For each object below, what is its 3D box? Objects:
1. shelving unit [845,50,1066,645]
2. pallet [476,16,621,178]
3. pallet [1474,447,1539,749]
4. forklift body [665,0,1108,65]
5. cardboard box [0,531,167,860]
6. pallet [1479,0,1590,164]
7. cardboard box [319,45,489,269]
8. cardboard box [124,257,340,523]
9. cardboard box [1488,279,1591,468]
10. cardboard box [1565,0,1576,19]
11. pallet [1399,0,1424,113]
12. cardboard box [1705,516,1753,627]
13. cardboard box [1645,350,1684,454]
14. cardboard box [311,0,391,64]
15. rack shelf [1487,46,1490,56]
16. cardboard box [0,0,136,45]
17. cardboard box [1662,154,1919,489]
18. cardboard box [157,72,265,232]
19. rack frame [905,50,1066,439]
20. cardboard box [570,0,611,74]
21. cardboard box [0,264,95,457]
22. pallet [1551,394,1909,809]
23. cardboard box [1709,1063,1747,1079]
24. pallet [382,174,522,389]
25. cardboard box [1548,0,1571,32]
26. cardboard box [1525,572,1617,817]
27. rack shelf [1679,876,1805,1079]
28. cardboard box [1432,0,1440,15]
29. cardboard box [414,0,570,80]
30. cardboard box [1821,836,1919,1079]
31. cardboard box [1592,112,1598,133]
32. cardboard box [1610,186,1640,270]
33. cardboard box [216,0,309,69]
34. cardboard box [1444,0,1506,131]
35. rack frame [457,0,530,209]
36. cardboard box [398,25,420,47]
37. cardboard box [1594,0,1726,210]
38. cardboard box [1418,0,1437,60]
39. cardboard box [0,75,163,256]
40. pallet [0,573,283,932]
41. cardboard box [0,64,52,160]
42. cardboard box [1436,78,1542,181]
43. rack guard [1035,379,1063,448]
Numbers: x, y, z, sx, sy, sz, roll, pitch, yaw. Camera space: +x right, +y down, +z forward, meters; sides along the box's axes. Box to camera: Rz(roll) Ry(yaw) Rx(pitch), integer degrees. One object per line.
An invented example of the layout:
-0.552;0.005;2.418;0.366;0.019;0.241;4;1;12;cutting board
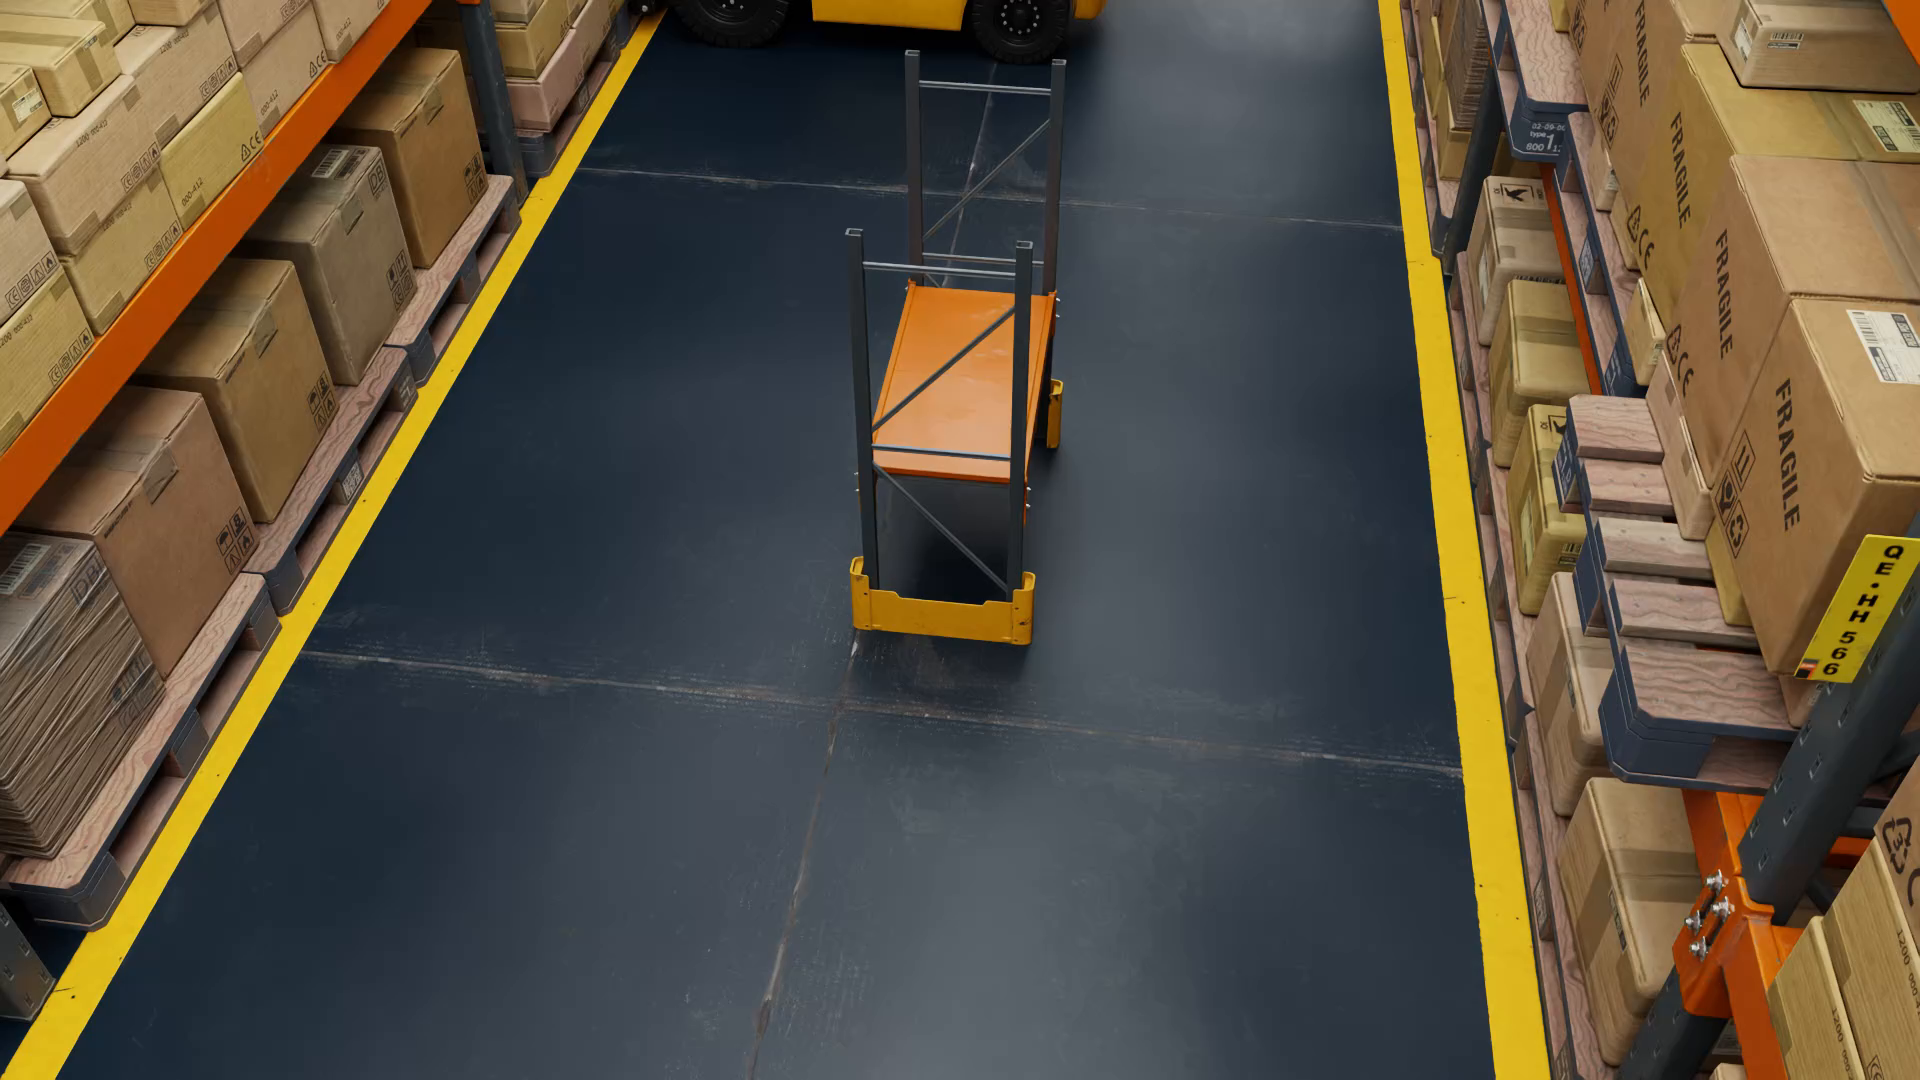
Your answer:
0.010;-0.597;5.289;0.587;1.500;1.083;5;44;6;shelving unit
-2.264;-2.150;7.867;1.003;0.211;1.213;5;44;6;pallet
2.250;0.201;5.384;1.003;0.211;1.213;5;44;6;pallet
-0.324;-3.584;7.971;2.313;2.155;1.214;5;44;6;forklift body
-2.843;0.387;4.581;0.875;0.625;0.625;7;44;7;cardboard box
2.265;-1.599;5.396;1.003;0.211;1.213;5;44;6;pallet
-2.468;-1.558;6.636;0.875;0.625;0.625;7;44;7;cardboard box
-2.676;-0.518;5.537;0.875;0.625;0.625;4;44;4;cardboard box
2.352;-0.526;5.730;0.950;0.372;0.625;8;44;8;cardboard box
2.098;-1.838;4.915;0.500;0.500;0.500;5;44;6;cardboard box
2.723;-2.458;8.193;1.003;0.211;1.213;5;44;6;pallet
1.755;0.055;3.388;0.380;0.149;0.250;6;44;6;cardboard box
1.785;-0.292;3.754;0.380;0.149;0.250;3;44;4;cardboard box
-2.279;-1.860;5.642;0.500;0.250;0.500;5;44;5;cardboard box
2.775;-3.278;7.553;1.077;0.370;4.000;5;44;6;rack shelf
-2.506;-1.428;4.532;0.380;0.149;0.250;5;44;6;cardboard box
1.824;-0.435;3.434;0.500;0.500;0.500;5;44;5;cardboard box
-2.435;-1.172;4.915;0.500;0.250;0.500;7;44;7;cardboard box
0.078;-0.949;5.662;0.500;1.500;0.032;5;44;6;rack frame
-1.966;-2.426;7.825;0.500;0.250;0.500;4;44;5;cardboard box
-2.567;-0.467;4.170;0.500;0.250;0.500;4;44;5;cardboard box
1.970;0.124;3.577;1.213;0.211;1.003;5;44;6;pallet
1.808;1.632;3.084;0.875;0.875;0.875;5;44;5;cardboard box
-2.469;-1.107;6.765;1.003;0.211;1.213;5;44;6;pallet
2.082;-1.720;5.262;0.380;0.149;0.250;6;44;6;cardboard box
2.156;0.464;4.684;0.950;0.372;0.625;4;44;5;cardboard box
1.717;2.174;1.795;1.077;0.370;4.000;5;44;6;rack shelf
2.454;-2.725;7.595;0.500;0.500;0.500;7;44;8;cardboard box
-2.040;-2.262;7.288;0.500;0.250;0.500;5;44;5;cardboard box
1.670;0.746;2.526;0.500;0.250;0.500;5;44;5;cardboard box
2.011;-1.180;4.692;0.380;0.149;0.250;6;44;6;cardboard box
1.918;-0.819;4.311;0.380;0.149;0.250;4;44;4;cardboard box
-2.356;-1.695;5.104;0.500;0.250;0.500;6;44;6;cardboard box
2.323;-2.030;6.861;0.500;0.500;0.500;5;44;5;cardboard box
-2.410;-2.625;6.340;1.000;3.000;0.127;5;44;6;rack frame
-2.549;-2.311;7.340;0.500;0.250;0.500;4;44;5;cardboard box
1.962;-1.151;4.190;0.500;0.500;0.500;4;44;4;cardboard box
2.454;-2.467;7.869;0.500;0.250;0.500;6;44;6;cardboard box
-2.484;-1.002;4.372;0.500;0.250;0.500;4;44;4;cardboard box
-2.792;0.556;5.009;1.003;0.211;1.213;5;44;6;pallet
-2.537;-1.074;4.158;0.380;0.149;0.250;6;44;6;cardboard box
2.322;-1.758;7.119;0.500;0.250;0.500;7;44;7;cardboard box
0.076;-0.482;6.077;0.587;0.250;0.087;5;44;6;rack guard
